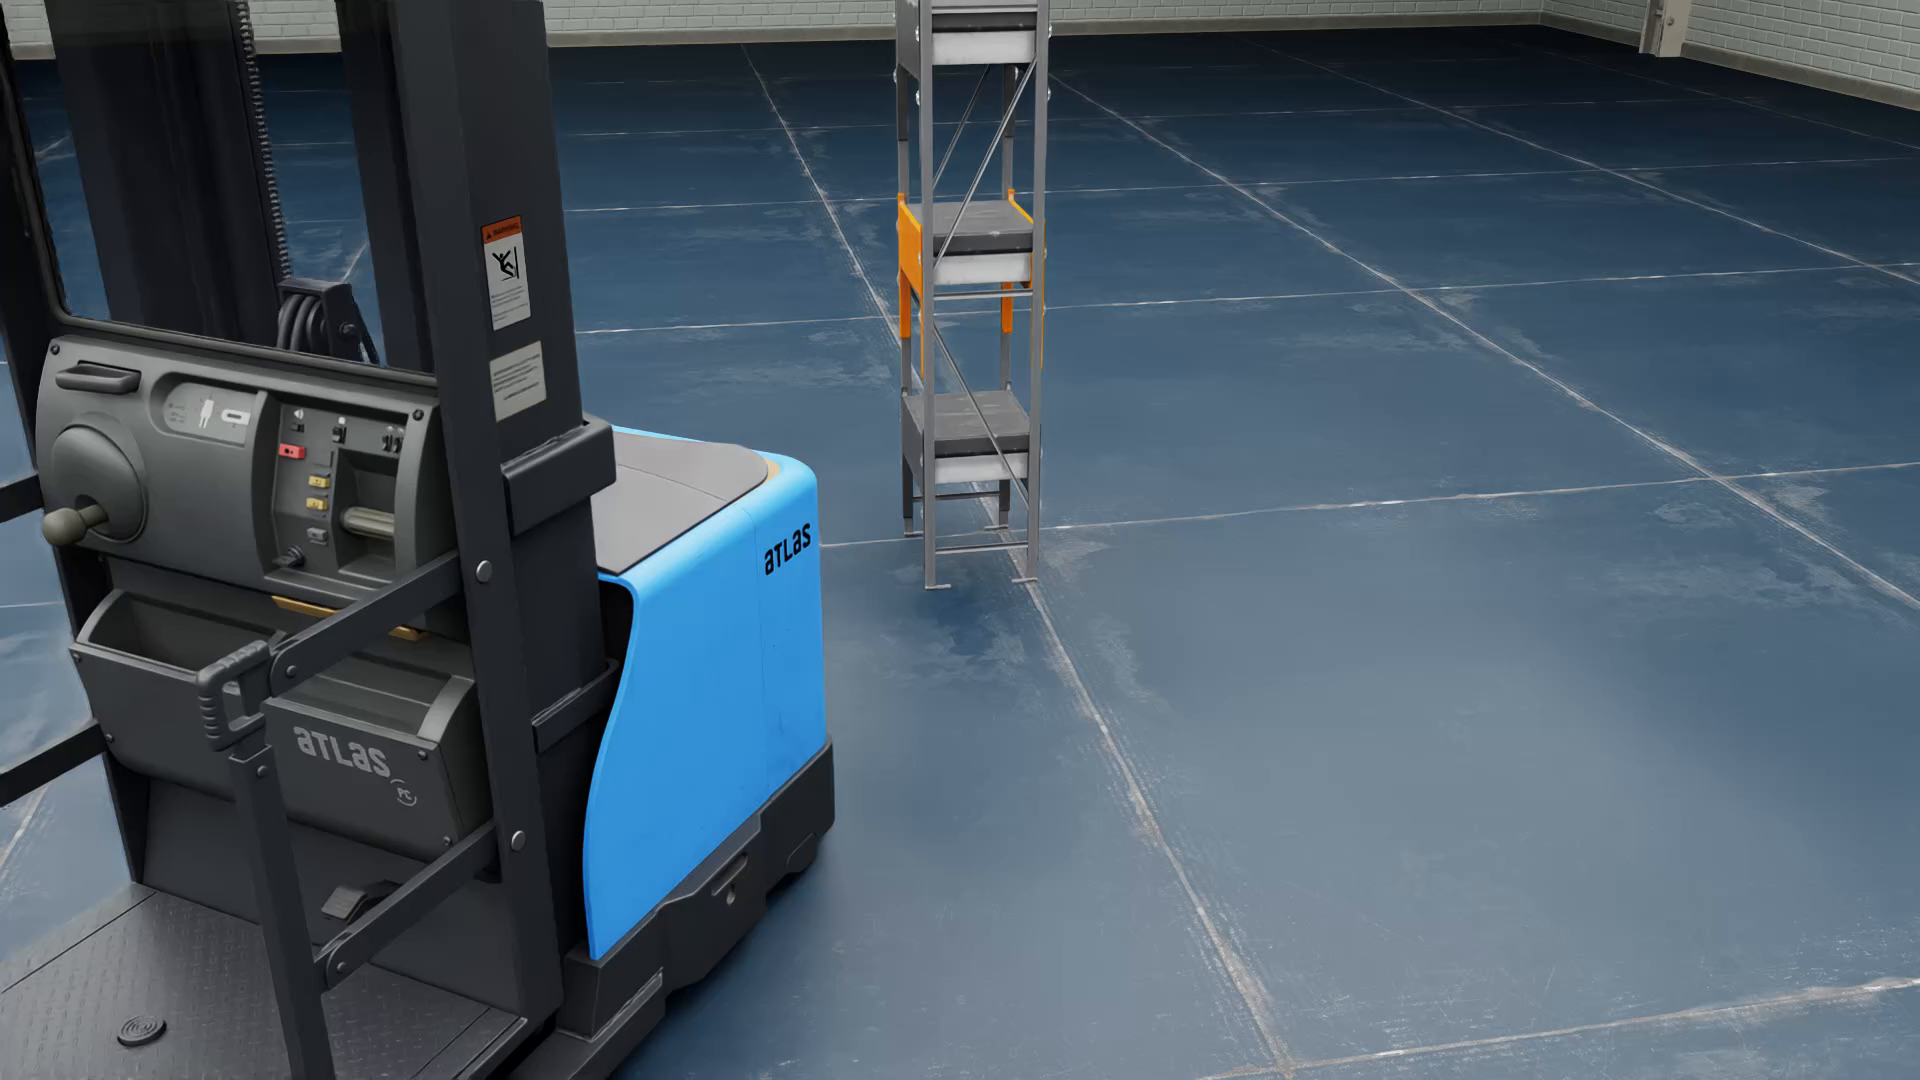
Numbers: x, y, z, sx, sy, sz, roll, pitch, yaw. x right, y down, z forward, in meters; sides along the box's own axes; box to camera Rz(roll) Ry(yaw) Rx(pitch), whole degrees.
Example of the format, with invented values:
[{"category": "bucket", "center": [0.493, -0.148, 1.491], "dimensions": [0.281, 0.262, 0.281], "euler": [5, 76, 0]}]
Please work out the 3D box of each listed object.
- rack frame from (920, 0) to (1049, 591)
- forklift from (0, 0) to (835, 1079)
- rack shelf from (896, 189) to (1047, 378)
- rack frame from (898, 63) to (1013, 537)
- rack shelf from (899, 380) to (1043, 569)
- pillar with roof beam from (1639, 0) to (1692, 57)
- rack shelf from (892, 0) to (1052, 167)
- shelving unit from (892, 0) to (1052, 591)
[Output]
[{"category": "rack frame", "center": [0.076, -0.801, 5.461], "dimensions": [0.400, 2.100, 0.015], "euler": [-4, 24, -10]}, {"category": "forklift", "center": [-1.411, -0.103, 2.823], "dimensions": [1.130, 2.935, 3.031], "euler": [11, 26, 23]}, {"category": "rack shelf", "center": [0.031, -0.885, 5.686], "dimensions": [0.431, 0.518, 0.480], "euler": [-4, 24, -10]}, {"category": "rack frame", "center": [-0.015, -0.993, 5.900], "dimensions": [0.400, 2.100, 0.015], "euler": [-4, 24, -10]}, {"category": "rack shelf", "center": [0.031, -0.243, 5.966], "dimensions": [0.431, 0.518, 0.480], "euler": [-4, 24, -10]}, {"category": "pillar with roof beam", "center": [3.710, -9.310, 16.323], "dimensions": [9.100, 9.000, 0.400], "euler": [-4, 24, -10]}, {"category": "rack shelf", "center": [0.031, -1.526, 5.406], "dimensions": [0.431, 0.518, 0.480], "euler": [-4, 24, -10]}, {"category": "shelving unit", "center": [0.031, -0.897, 5.681], "dimensions": [0.431, 2.100, 0.503], "euler": [-4, 24, -10]}]
